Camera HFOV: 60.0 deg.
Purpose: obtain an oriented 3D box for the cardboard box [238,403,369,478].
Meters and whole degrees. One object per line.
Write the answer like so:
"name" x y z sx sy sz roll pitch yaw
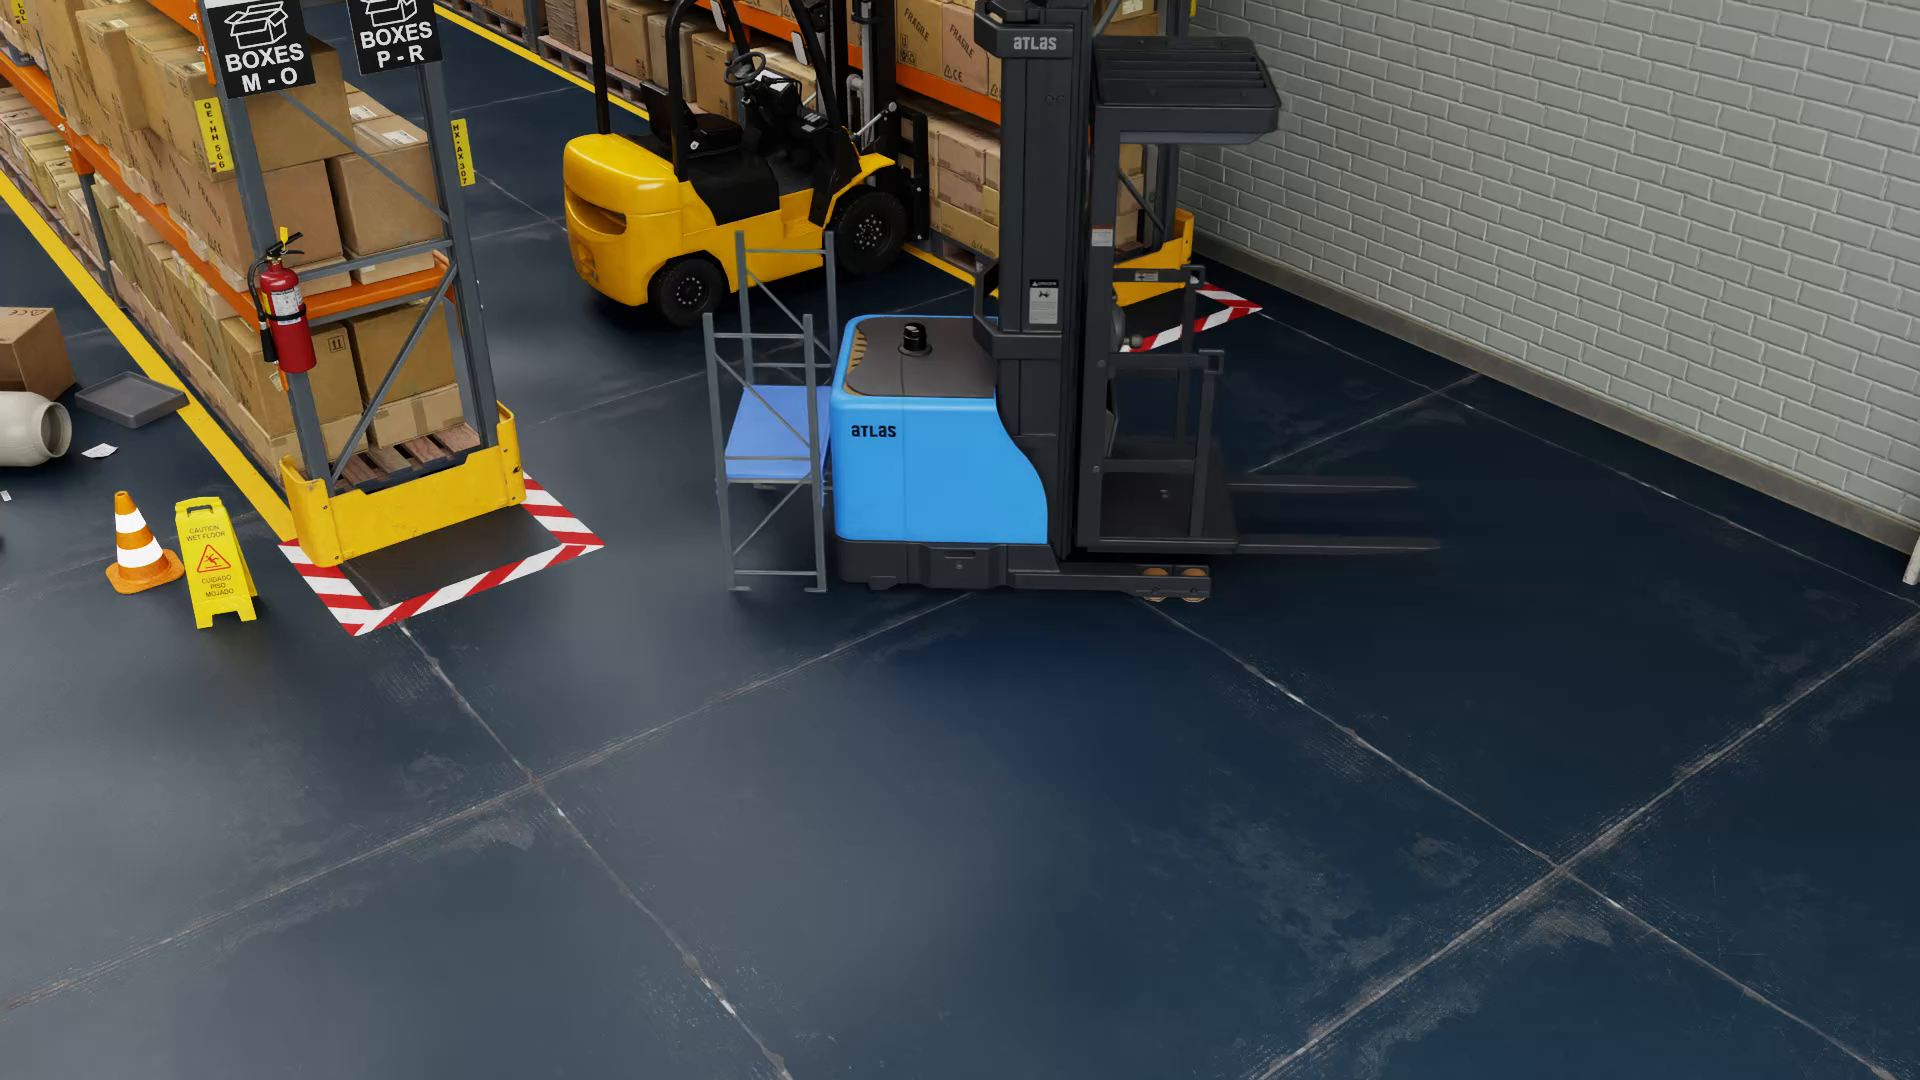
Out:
"cardboard box" -3.595 -0.618 9.110 0.500 0.250 0.500 -22 38 -32

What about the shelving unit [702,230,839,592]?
"shelving unit" -0.905 -0.655 8.382 0.538 1.500 1.048 1 32 1

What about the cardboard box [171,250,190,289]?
"cardboard box" -4.159 -1.549 9.284 0.380 0.149 0.250 -21 37 -29

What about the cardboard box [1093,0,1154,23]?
"cardboard box" 1.044 -3.499 10.831 0.380 0.149 0.250 -23 39 -33

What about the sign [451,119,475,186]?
"sign" -2.443 -1.891 8.131 0.100 0.325 0.005 -22 38 -31

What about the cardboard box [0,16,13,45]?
"cardboard box" -6.351 -3.528 11.428 0.380 0.149 0.250 -22 38 -31

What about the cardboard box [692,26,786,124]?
"cardboard box" -1.735 -4.006 14.209 0.875 0.625 0.625 -20 37 -29

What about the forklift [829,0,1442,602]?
"forklift" 0.896 -1.223 7.941 3.031 2.935 1.130 1 32 2

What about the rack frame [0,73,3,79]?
"rack frame" -7.777 -4.682 13.445 1.000 3.000 0.127 -22 38 -31

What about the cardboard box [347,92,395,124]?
"cardboard box" -3.263 -2.019 8.781 0.500 0.500 0.500 -21 38 -30

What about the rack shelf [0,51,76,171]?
"rack shelf" -6.551 -3.543 12.293 1.077 0.370 4.000 -22 38 -31

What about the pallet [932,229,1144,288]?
"pallet" 0.545 -2.076 11.892 1.003 0.211 1.213 -22 38 -31

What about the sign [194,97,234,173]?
"sign" -3.322 -1.803 7.413 0.100 0.325 0.005 -22 38 -31

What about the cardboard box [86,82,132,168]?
"cardboard box" -4.651 -2.495 9.548 0.500 0.500 0.500 -23 38 -32

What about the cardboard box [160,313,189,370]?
"cardboard box" -4.512 -1.253 10.132 0.500 0.250 0.500 -23 38 -32

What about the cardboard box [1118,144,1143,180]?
"cardboard box" 0.902 -2.652 11.437 0.500 0.250 0.500 -23 39 -32

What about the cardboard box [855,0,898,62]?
"cardboard box" -0.404 -3.757 11.861 0.500 0.500 0.500 -22 38 -31

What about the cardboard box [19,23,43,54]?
"cardboard box" -5.789 -3.480 10.736 0.500 0.500 0.500 -23 39 -32

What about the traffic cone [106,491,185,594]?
"traffic cone" -4.154 -0.032 8.363 0.336 0.463 0.334 -22 38 -31

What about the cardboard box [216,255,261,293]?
"cardboard box" -3.513 -1.397 8.395 0.380 0.149 0.250 -23 38 -32

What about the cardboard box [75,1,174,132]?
"cardboard box" -4.056 -2.476 8.570 0.700 0.500 0.500 -23 38 -32

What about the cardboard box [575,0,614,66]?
"cardboard box" -3.080 -4.925 15.689 0.875 0.625 0.625 -21 37 -30

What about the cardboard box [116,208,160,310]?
"cardboard box" -4.838 -1.791 10.288 0.500 0.500 0.500 -21 37 -30

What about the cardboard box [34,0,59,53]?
"cardboard box" -4.930 -3.135 9.630 0.700 0.500 0.500 -22 38 -31

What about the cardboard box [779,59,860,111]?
"cardboard box" -1.052 -3.538 12.864 0.500 0.250 0.500 -22 38 -31

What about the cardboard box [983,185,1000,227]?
"cardboard box" 0.502 -2.280 11.312 0.500 0.250 0.500 -23 38 -32

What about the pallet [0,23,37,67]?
"pallet" -6.531 -3.789 12.189 1.003 0.211 1.213 -22 38 -31

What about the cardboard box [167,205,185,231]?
"cardboard box" -4.110 -1.838 9.105 0.380 0.149 0.250 -23 38 -32

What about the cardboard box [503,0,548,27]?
"cardboard box" -4.288 -5.513 16.754 0.500 0.500 0.500 -21 38 -30

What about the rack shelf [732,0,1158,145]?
"rack shelf" -0.179 -3.483 12.197 1.077 0.370 4.000 -22 38 -31

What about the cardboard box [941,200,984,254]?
"cardboard box" 0.212 -2.270 11.769 0.500 0.250 0.500 -22 38 -31

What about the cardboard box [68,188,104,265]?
"cardboard box" -5.648 -2.295 11.694 0.950 0.372 0.625 -22 38 -31

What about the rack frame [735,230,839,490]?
"rack frame" -0.890 -0.923 8.814 0.500 1.500 0.032 1 32 1

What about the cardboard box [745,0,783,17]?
"cardboard box" -1.340 -4.395 12.889 0.500 0.500 0.500 -23 39 -33

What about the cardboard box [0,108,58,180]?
"cardboard box" -6.980 -3.200 13.153 0.950 0.372 0.625 -23 39 -32

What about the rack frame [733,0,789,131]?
"rack frame" -1.406 -4.622 13.349 1.000 3.000 0.127 -22 38 -31

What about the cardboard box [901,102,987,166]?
"cardboard box" -0.117 -2.899 11.836 0.500 0.250 0.500 -22 38 -31

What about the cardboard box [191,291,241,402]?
"cardboard box" -3.892 -1.143 9.244 0.500 0.500 0.500 -21 37 -30

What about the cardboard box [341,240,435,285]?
"cardboard box" -2.916 -1.450 8.479 0.380 0.149 0.250 -22 38 -31

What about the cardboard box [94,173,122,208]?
"cardboard box" -5.147 -2.215 10.355 0.380 0.149 0.250 -22 38 -31

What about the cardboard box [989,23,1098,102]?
"cardboard box" 0.538 -3.118 10.832 0.500 0.500 0.500 -23 39 -32

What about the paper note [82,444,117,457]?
"paper note" -4.940 -0.516 9.551 0.148 0.019 0.142 18 36 27

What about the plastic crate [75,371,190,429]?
"plastic crate" -5.009 -0.855 10.051 0.583 0.080 0.402 18 36 27

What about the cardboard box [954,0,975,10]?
"cardboard box" 0.179 -3.659 11.089 0.380 0.149 0.250 -23 38 -32

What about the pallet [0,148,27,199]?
"pallet" -7.299 -3.171 13.656 1.003 0.211 1.213 -22 38 -31

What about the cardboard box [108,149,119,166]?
"cardboard box" -4.878 -2.369 9.960 0.380 0.149 0.250 -21 38 -30

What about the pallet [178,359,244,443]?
"pallet" -4.132 -1.053 10.245 1.003 0.211 1.213 -22 38 -31

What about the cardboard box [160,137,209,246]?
"cardboard box" -3.725 -1.864 8.531 0.500 0.500 0.500 -22 38 -31

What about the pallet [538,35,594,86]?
"pallet" -3.385 -4.749 16.197 1.003 0.211 1.213 -22 38 -31

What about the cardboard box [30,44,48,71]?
"cardboard box" -5.858 -3.212 10.918 0.380 0.149 0.250 -22 38 -31
